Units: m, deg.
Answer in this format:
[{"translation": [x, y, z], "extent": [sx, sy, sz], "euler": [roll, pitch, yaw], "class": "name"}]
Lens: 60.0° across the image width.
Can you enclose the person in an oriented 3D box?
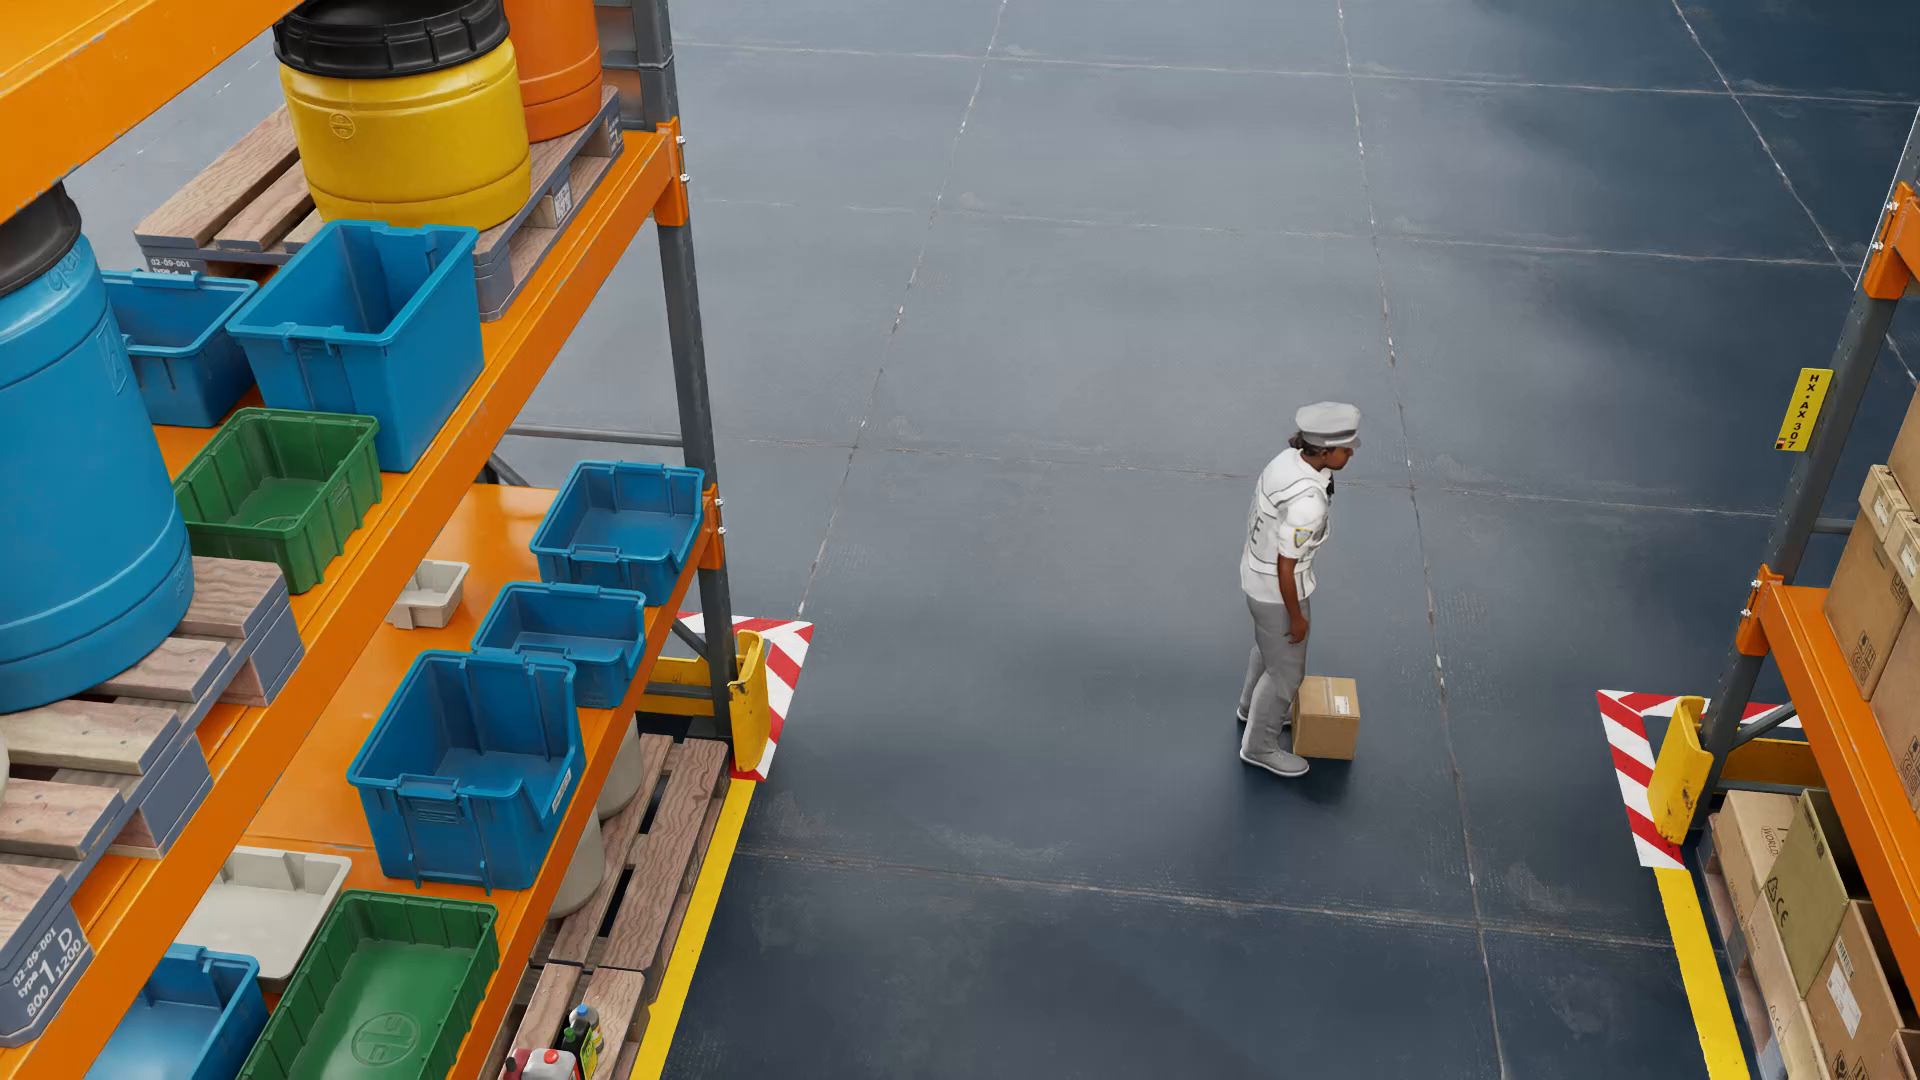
[{"translation": [1.340, 0.189, 6.781], "extent": [0.392, 1.659, 0.505], "euler": [5, 37, 6], "class": "person"}]
